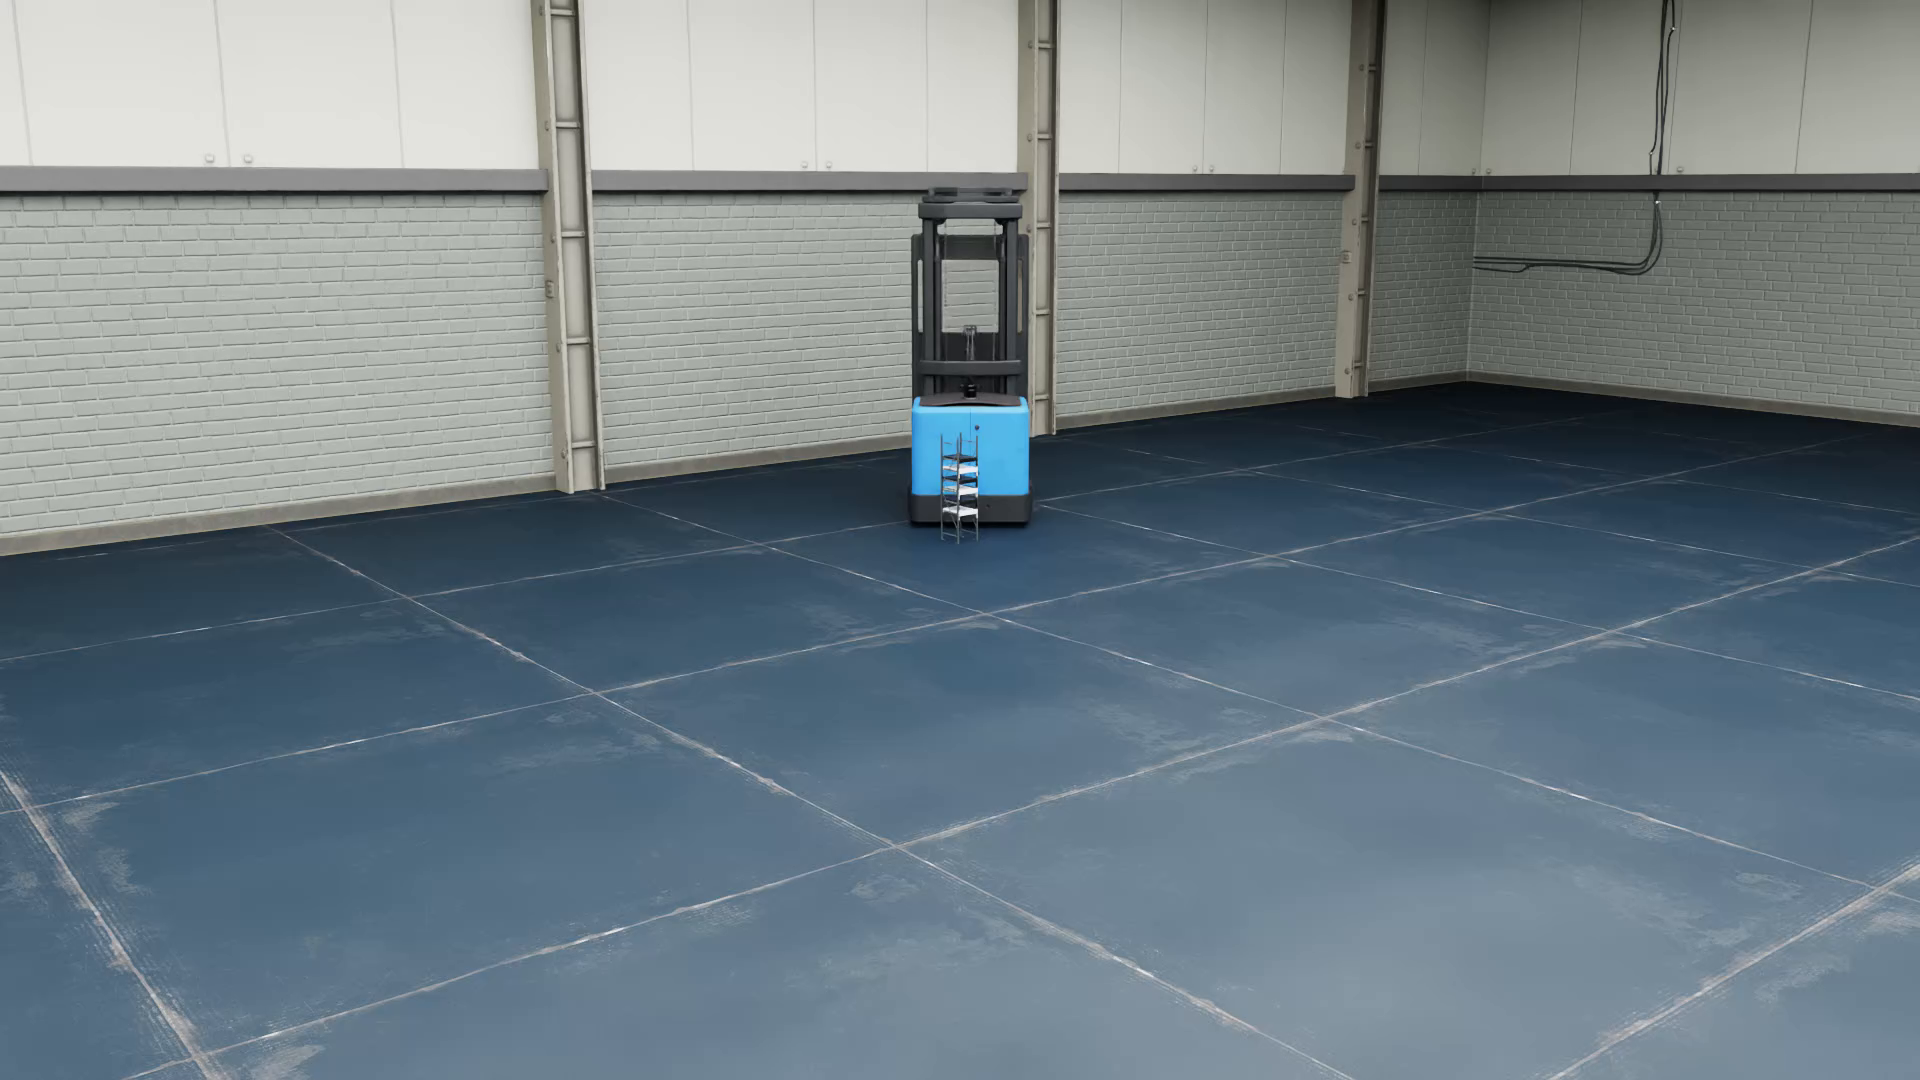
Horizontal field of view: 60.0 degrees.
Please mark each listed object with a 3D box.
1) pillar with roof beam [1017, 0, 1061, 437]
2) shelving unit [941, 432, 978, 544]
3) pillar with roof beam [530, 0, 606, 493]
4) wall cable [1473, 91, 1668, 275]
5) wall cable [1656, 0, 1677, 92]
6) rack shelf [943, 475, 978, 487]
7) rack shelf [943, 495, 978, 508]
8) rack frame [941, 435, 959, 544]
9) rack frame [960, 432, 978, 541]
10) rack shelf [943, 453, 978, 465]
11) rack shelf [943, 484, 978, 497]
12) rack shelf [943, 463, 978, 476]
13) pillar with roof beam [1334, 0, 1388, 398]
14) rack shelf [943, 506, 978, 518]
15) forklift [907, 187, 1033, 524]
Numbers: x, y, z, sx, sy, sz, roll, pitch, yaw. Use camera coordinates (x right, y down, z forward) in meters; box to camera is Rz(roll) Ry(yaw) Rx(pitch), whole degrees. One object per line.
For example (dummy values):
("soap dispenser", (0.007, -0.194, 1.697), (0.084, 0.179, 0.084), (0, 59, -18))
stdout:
("pillar with roof beam", (3.606, -4.988, 15.954), (0.400, 9.000, 9.100), (-9, 15, -38))
("shelving unit", (-0.006, -0.439, 14.030), (0.210, 0.900, 0.258), (-9, 15, -38))
("pillar with roof beam", (-1.079, -4.209, 12.288), (0.400, 9.000, 9.100), (-9, 15, -38))
("wall cable", (8.729, -5.114, 24.022), (0.112, 2.526, 3.097), (-9, 15, -38))
("wall cable", (10.419, -7.145, 21.431), (0.112, 2.526, 3.097), (-9, 15, -38))
("rack shelf", (-0.006, -0.495, 14.019), (0.200, 0.077, 0.258), (-9, 15, -38))
("rack shelf", (-0.006, -0.318, 14.056), (0.200, 0.077, 0.258), (-9, 15, -38))
("rack frame", (-0.086, -0.426, 13.968), (0.006, 0.900, 0.240), (-9, 15, -38))
("rack frame", (0.073, -0.452, 14.092), (0.006, 0.900, 0.240), (-9, 15, -38))
("rack shelf", (-0.006, -0.671, 13.981), (0.200, 0.077, 0.258), (-9, 15, -38))
("rack shelf", (-0.006, -0.407, 14.037), (0.200, 0.077, 0.258), (-9, 15, -38))
("rack shelf", (-0.006, -0.583, 14.000), (0.200, 0.077, 0.258), (-9, 15, -38))
("pillar with roof beam", (8.291, -5.767, 19.621), (0.400, 9.000, 9.100), (-9, 15, -38))
("rack shelf", (-0.006, -0.230, 14.075), (0.200, 0.077, 0.258), (-9, 15, -38))
("forklift", (0.093, -1.833, 15.703), (1.130, 2.935, 3.031), (0, 12, 0))
